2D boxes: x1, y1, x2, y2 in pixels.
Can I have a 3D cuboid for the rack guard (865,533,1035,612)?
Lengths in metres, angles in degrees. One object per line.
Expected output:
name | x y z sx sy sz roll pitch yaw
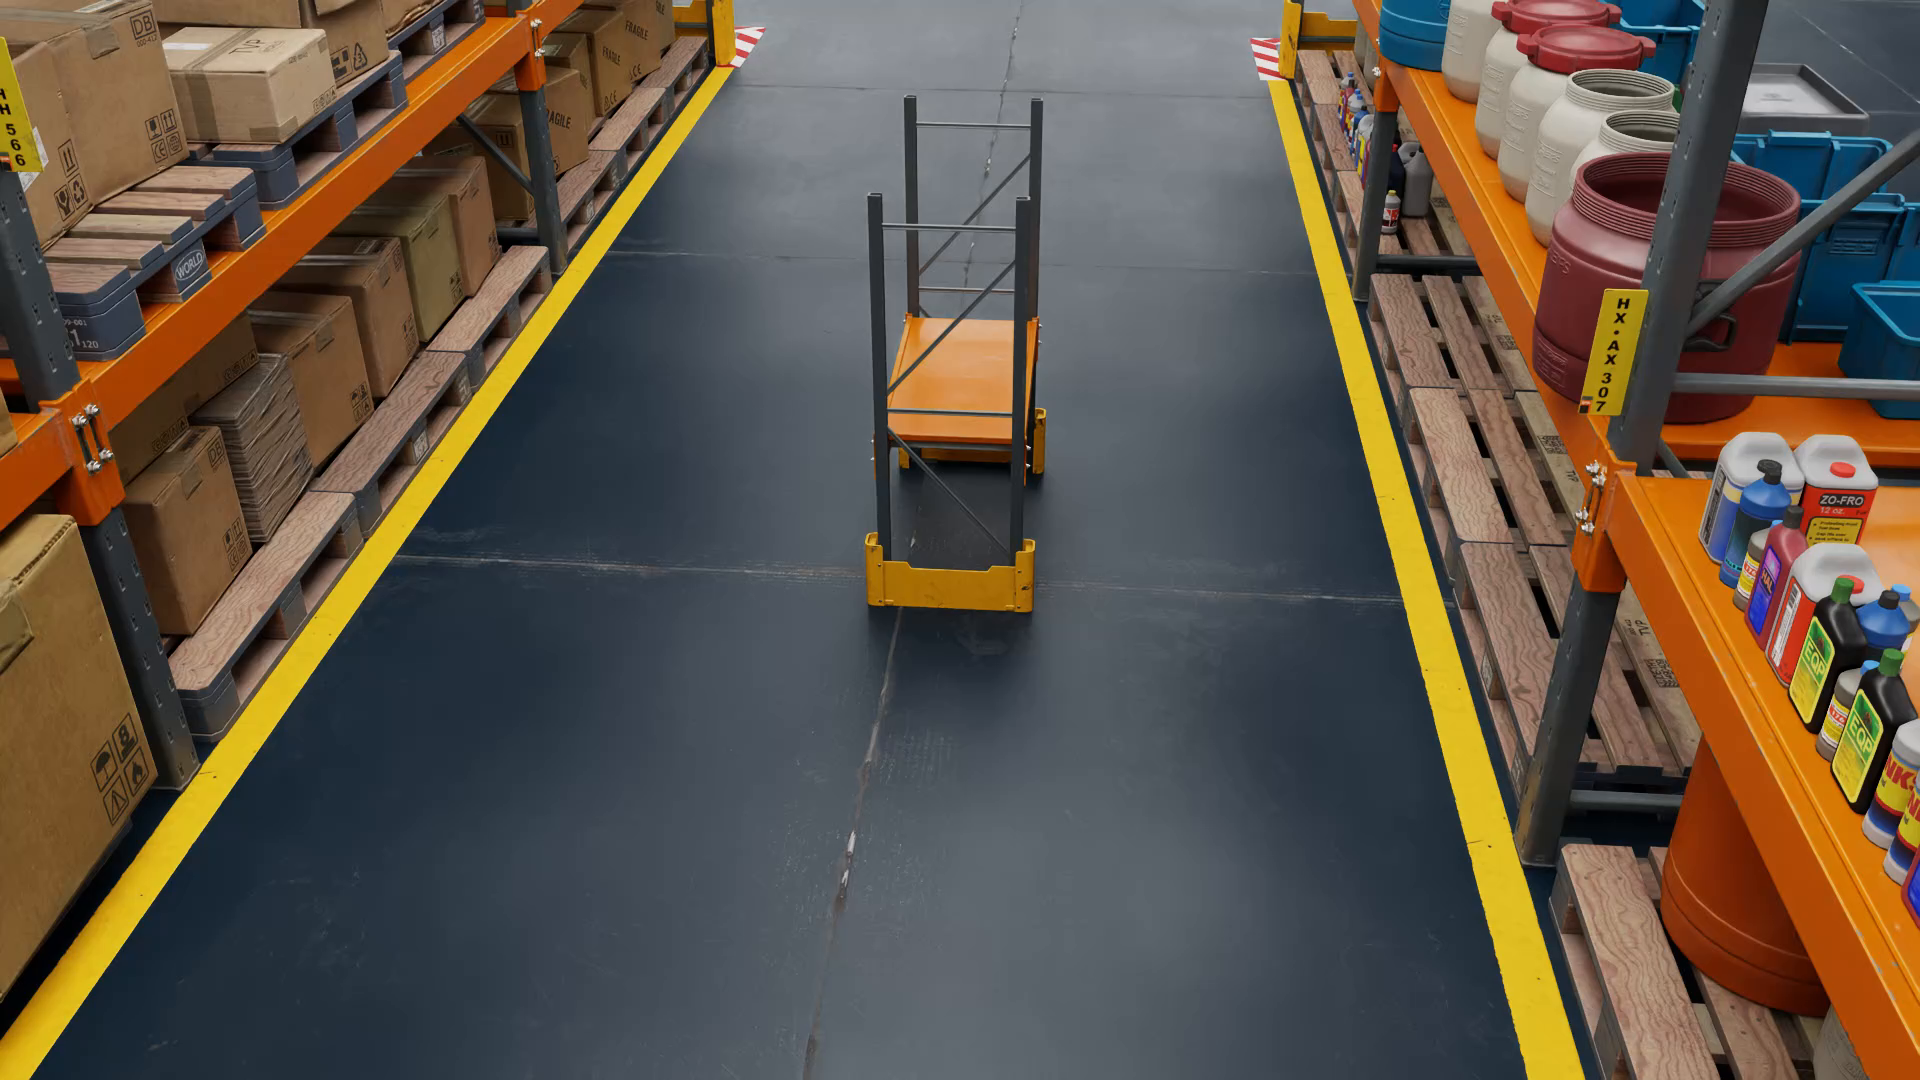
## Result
rack guard | -0.034 0.114 5.827 0.587 0.250 0.087 2 32 4

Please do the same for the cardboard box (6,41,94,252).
cardboard box | -2.831 -1.071 4.634 0.500 0.500 0.500 -1 32 -2

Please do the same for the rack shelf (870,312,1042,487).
rack shelf | 0.007 -0.530 6.023 0.538 0.185 1.000 2 32 4

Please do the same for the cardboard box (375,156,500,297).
cardboard box | -2.581 -1.461 7.724 0.700 0.500 0.500 0 32 0

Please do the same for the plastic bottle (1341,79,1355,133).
plastic bottle | 2.258 -2.516 9.644 0.061 0.283 0.133 3 32 5

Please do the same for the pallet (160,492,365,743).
pallet | -2.770 0.213 5.704 1.003 0.211 1.213 2 32 4

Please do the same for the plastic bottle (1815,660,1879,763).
plastic bottle | 1.659 0.314 3.071 0.097 0.201 0.097 0 32 0

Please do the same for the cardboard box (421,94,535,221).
cardboard box | -2.437 -1.980 8.586 0.500 0.500 0.500 2 32 2

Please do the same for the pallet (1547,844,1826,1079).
pallet | 2.079 1.247 4.026 1.003 0.211 1.213 2 32 4

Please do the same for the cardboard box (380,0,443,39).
cardboard box | -2.713 -2.682 6.771 1.000 1.000 1.000 3 32 4

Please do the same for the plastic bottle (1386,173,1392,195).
plastic bottle | 2.138 -1.743 8.388 0.061 0.283 0.133 4 32 6

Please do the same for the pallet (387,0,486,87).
pallet | -2.716 -2.182 7.115 1.003 0.211 1.213 2 32 4

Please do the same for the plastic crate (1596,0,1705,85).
plastic crate | 2.648 -1.849 6.407 0.392 0.384 0.575 2 32 4

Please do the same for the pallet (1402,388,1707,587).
pallet | 2.305 -0.207 6.385 1.003 0.211 1.213 2 32 4

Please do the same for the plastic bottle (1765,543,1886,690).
plastic bottle | 1.707 0.153 3.261 0.152 0.276 0.135 2 32 4

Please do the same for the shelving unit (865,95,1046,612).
shelving unit | 0.006 -0.678 5.921 0.587 1.500 1.083 2 32 4

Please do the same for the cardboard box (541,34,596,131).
cardboard box | -2.425 -2.607 9.604 0.500 0.500 0.500 0 32 0

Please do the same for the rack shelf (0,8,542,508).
rack shelf | -2.672 -1.306 6.195 1.077 0.370 4.000 2 32 4

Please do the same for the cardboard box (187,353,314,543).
cardboard box | -2.768 -0.331 5.891 0.700 0.500 0.500 0 32 0

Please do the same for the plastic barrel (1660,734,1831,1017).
plastic barrel | 2.079 0.647 4.009 0.600 0.830 0.708 2 32 4

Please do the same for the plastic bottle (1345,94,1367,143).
plastic bottle | 2.259 -2.397 9.462 0.097 0.271 0.097 0 32 0

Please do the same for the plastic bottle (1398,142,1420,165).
plastic bottle | 2.358 -1.930 8.699 0.152 0.276 0.135 2 32 4

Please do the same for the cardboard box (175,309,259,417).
cardboard box | -2.777 -0.638 5.674 0.500 0.250 0.500 6 32 10

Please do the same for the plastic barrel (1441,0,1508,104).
plastic barrel | 2.131 -2.013 6.528 0.433 0.535 0.433 0 32 0

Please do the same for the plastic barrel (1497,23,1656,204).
plastic barrel | 2.036 -1.403 5.538 0.433 0.535 0.433 0 32 0

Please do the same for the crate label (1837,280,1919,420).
crate label | 2.510 -0.487 4.341 0.303 0.233 0.416 2 32 4

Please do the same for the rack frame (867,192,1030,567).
rack frame | -0.034 -0.417 5.498 0.500 1.500 0.032 2 32 4

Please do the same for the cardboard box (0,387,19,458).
cardboard box | -2.628 -0.340 3.847 0.500 0.500 0.500 3 32 5

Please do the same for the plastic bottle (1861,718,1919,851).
plastic bottle | 1.640 0.405 2.857 0.097 0.271 0.097 0 32 0

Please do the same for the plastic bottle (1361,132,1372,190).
plastic bottle | 2.180 -2.013 8.828 0.061 0.283 0.133 5 32 7

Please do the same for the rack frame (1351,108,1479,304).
rack frame | 2.427 -2.446 7.360 1.000 3.000 0.127 2 32 4

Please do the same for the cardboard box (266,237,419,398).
cardboard box | -2.683 -0.919 6.846 0.700 0.500 0.500 0 32 0

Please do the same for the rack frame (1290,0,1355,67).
rack frame | 2.753 -4.538 10.754 1.000 3.000 0.127 2 32 4

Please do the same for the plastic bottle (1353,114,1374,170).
plastic bottle | 2.252 -2.177 9.100 0.152 0.276 0.135 3 32 5

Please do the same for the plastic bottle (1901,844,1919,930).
plastic bottle | 1.605 0.510 2.675 0.061 0.283 0.133 2 32 4

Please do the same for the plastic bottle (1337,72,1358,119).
plastic bottle | 2.295 -2.629 9.838 0.097 0.271 0.097 0 32 0

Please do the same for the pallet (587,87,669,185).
pallet | -2.393 -2.463 10.045 1.003 0.211 1.213 2 32 4

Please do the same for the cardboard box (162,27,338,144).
cardboard box | -2.469 -1.547 5.645 0.500 0.250 0.500 2 32 3

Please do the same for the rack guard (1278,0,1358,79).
rack guard | 2.794 -3.432 11.342 1.175 0.500 0.348 2 32 4

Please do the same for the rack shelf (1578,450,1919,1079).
rack shelf | 1.939 0.998 2.458 1.077 0.370 4.000 2 32 4

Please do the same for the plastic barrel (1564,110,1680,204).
plastic barrel | 1.973 -0.949 4.824 0.421 0.512 0.421 0 32 0

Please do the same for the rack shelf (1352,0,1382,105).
rack shelf | 2.590 -3.186 9.246 1.077 0.370 4.000 2 32 4

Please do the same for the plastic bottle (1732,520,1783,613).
plastic bottle | 1.700 0.053 3.494 0.097 0.201 0.097 0 32 0

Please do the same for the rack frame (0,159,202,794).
rack frame | -2.835 -0.566 4.309 1.000 3.000 0.127 2 32 4

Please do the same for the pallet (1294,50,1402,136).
pallet | 2.722 -2.884 10.729 1.003 0.211 1.213 2 32 4

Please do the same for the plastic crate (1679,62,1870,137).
plastic crate | 2.538 -1.214 5.299 0.402 0.464 0.583 2 32 4

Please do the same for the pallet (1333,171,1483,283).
pallet | 2.524 -1.608 8.659 1.003 0.211 1.213 2 32 4

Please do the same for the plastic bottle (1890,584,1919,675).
plastic bottle | 1.832 0.180 3.288 0.097 0.201 0.097 0 32 0

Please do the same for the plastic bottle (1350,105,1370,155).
plastic bottle | 2.242 -2.291 9.290 0.097 0.271 0.097 0 32 0

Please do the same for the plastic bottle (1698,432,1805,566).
plastic bottle | 1.744 -0.089 3.654 0.152 0.276 0.135 2 32 4

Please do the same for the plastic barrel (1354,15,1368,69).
plastic barrel | 2.776 -3.310 10.733 0.421 0.512 0.421 0 32 0

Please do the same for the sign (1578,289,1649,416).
sign | 1.553 -0.444 3.955 0.100 0.325 0.005 2 32 4

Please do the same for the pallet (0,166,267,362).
pallet | -2.883 -0.861 4.972 1.213 0.211 1.003 2 32 4

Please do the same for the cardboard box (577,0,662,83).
cardboard box | -2.266 -3.224 10.605 0.500 0.500 0.500 11 33 17
